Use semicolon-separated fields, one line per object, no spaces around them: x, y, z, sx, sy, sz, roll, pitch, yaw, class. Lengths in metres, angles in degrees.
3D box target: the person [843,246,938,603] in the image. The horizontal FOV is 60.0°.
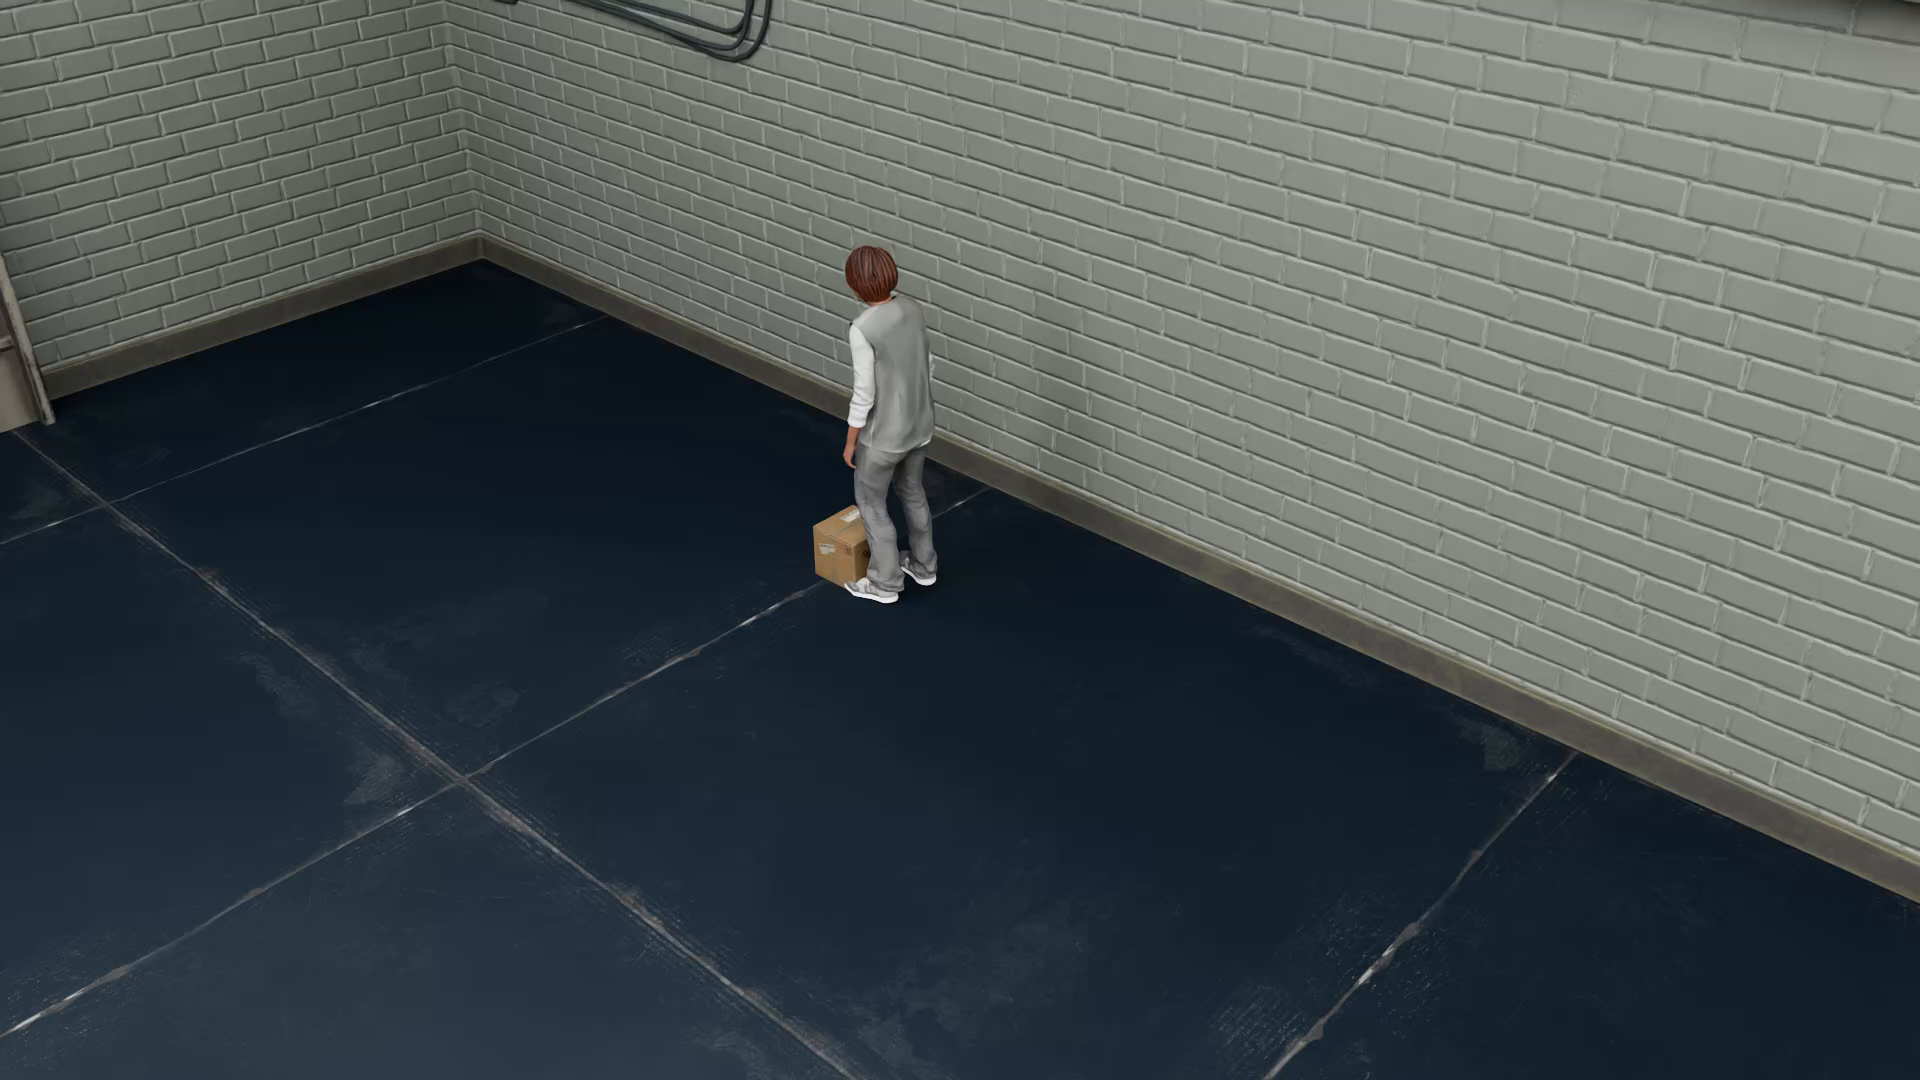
-0.296;-0.453;6.878;0.367;1.592;0.477;24;39;34;person
